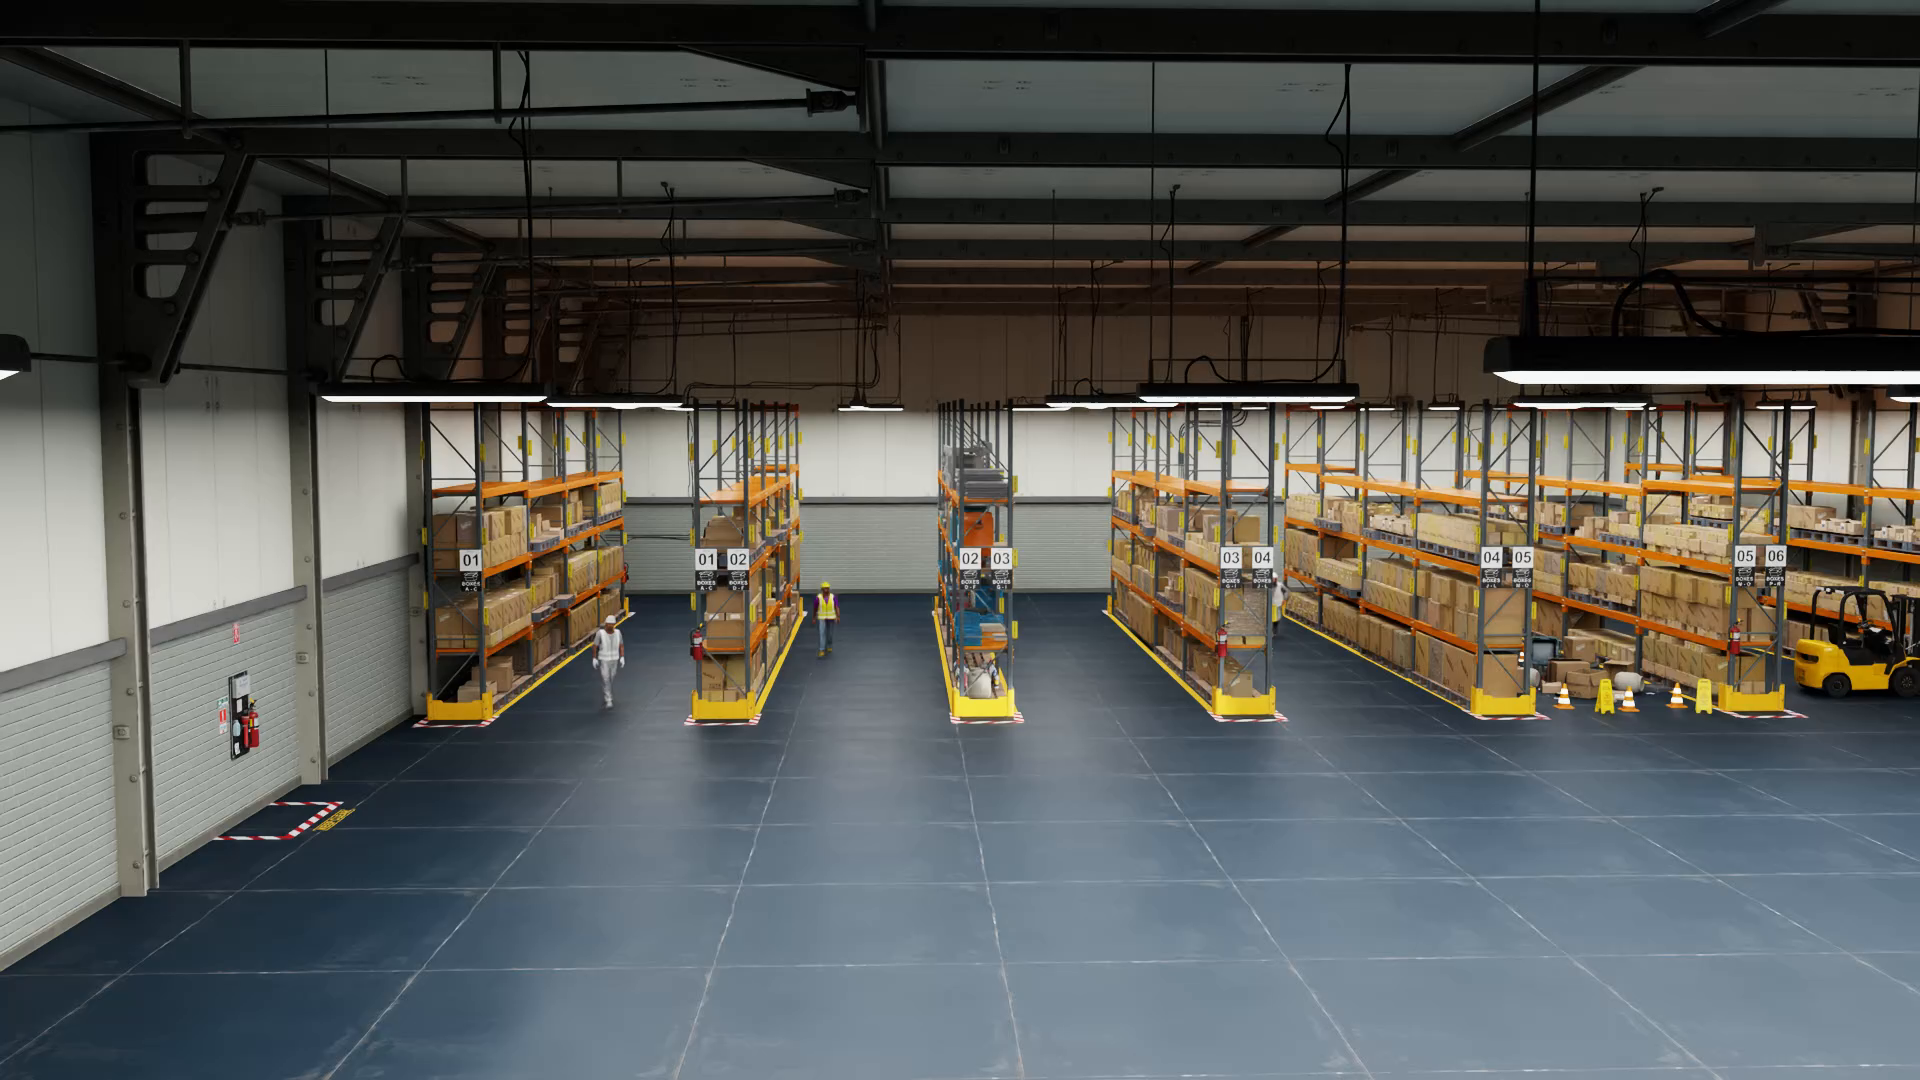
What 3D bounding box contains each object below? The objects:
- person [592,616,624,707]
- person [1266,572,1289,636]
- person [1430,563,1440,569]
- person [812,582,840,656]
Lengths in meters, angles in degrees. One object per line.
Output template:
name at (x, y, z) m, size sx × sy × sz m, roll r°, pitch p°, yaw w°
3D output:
person at (-6.866, 2.350, 32.624) m, size 0.576 × 1.736 × 0.944 m, roll -3°, pitch 6°, yaw -39°
person at (8.072, 1.649, 42.595) m, size 0.709 × 1.683 × 0.705 m, roll 1°, pitch 4°, yaw 7°
person at (12.827, 1.447, 44.707) m, size 0.594 × 1.769 × 0.495 m, roll -3°, pitch 5°, yaw -36°
person at (-3.176, 1.858, 39.366) m, size 0.651 × 1.698 × 1.086 m, roll -1°, pitch 4°, yaw -8°
